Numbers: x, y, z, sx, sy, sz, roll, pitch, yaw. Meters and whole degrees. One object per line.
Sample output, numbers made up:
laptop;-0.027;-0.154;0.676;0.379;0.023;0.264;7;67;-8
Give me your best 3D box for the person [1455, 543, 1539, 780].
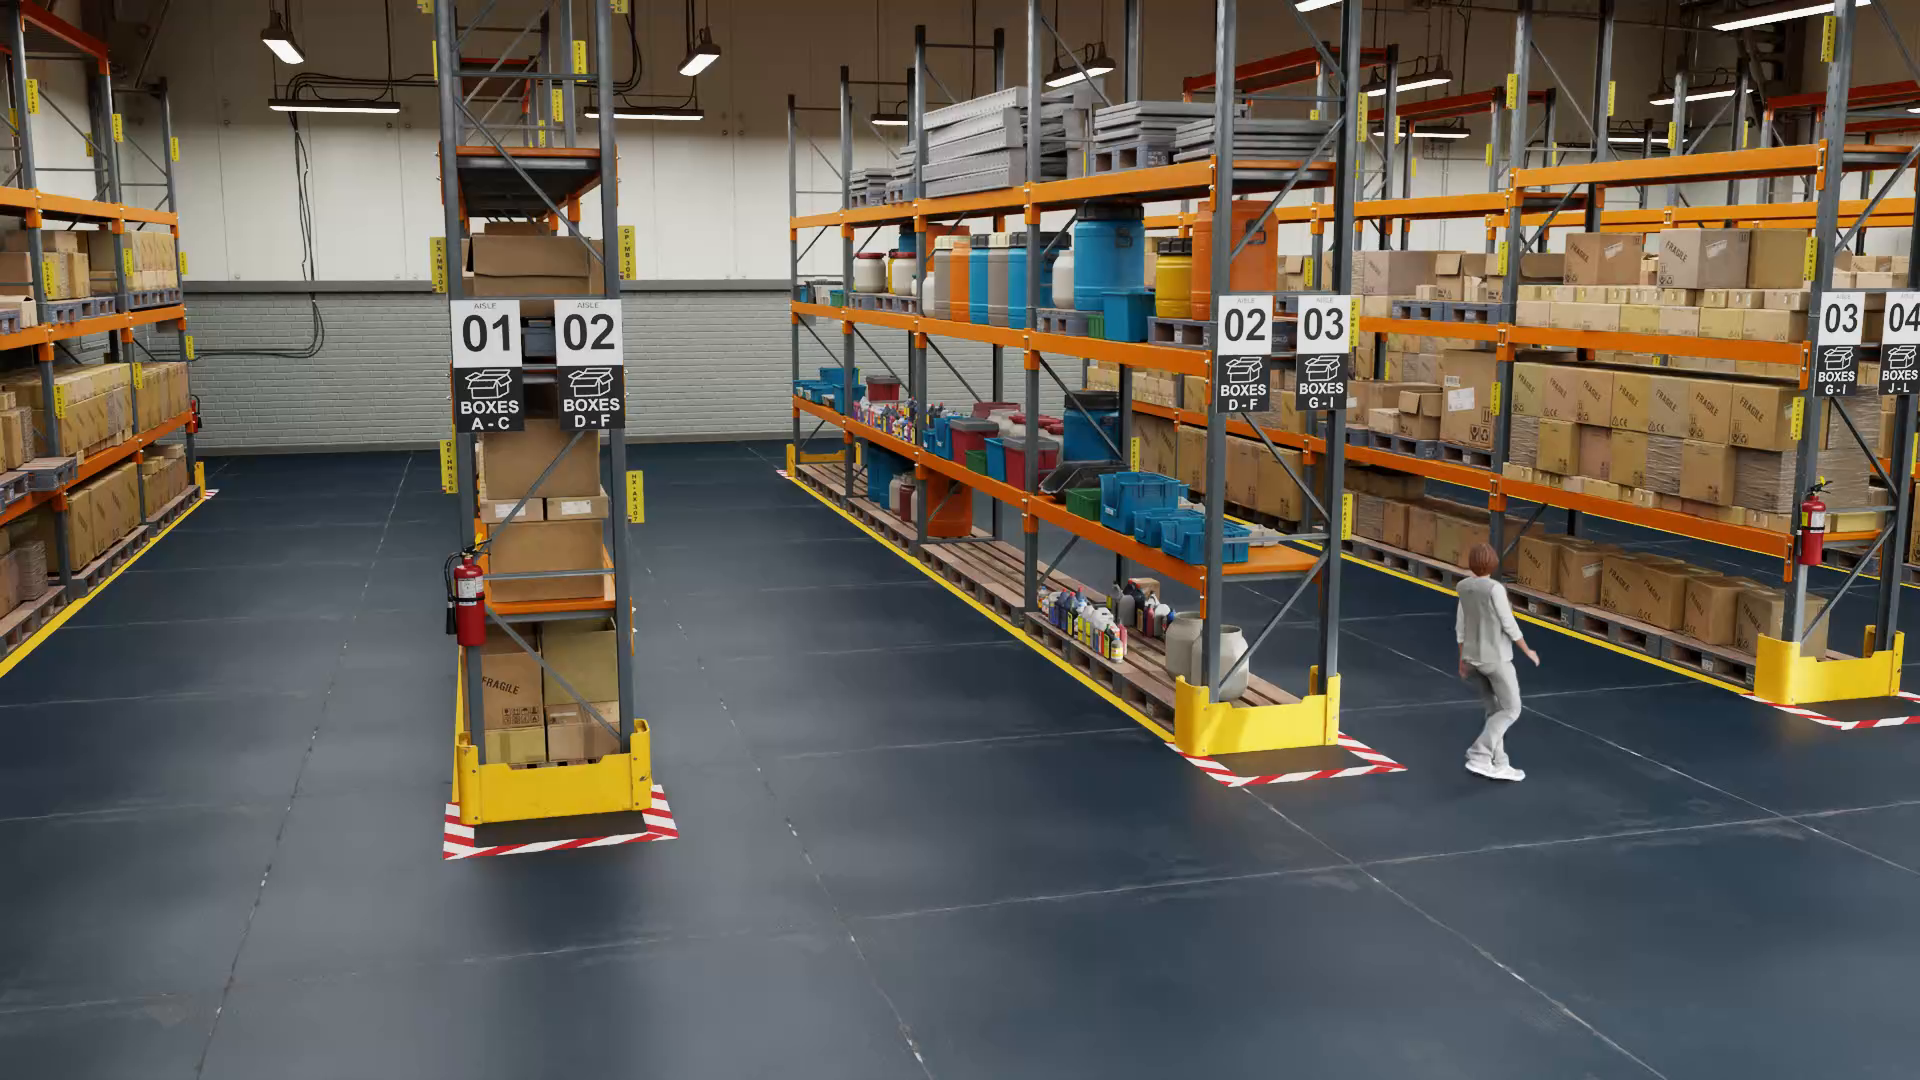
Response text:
person;3.521;0.813;11.035;0.530;1.594;0.464;-4;10;-21
